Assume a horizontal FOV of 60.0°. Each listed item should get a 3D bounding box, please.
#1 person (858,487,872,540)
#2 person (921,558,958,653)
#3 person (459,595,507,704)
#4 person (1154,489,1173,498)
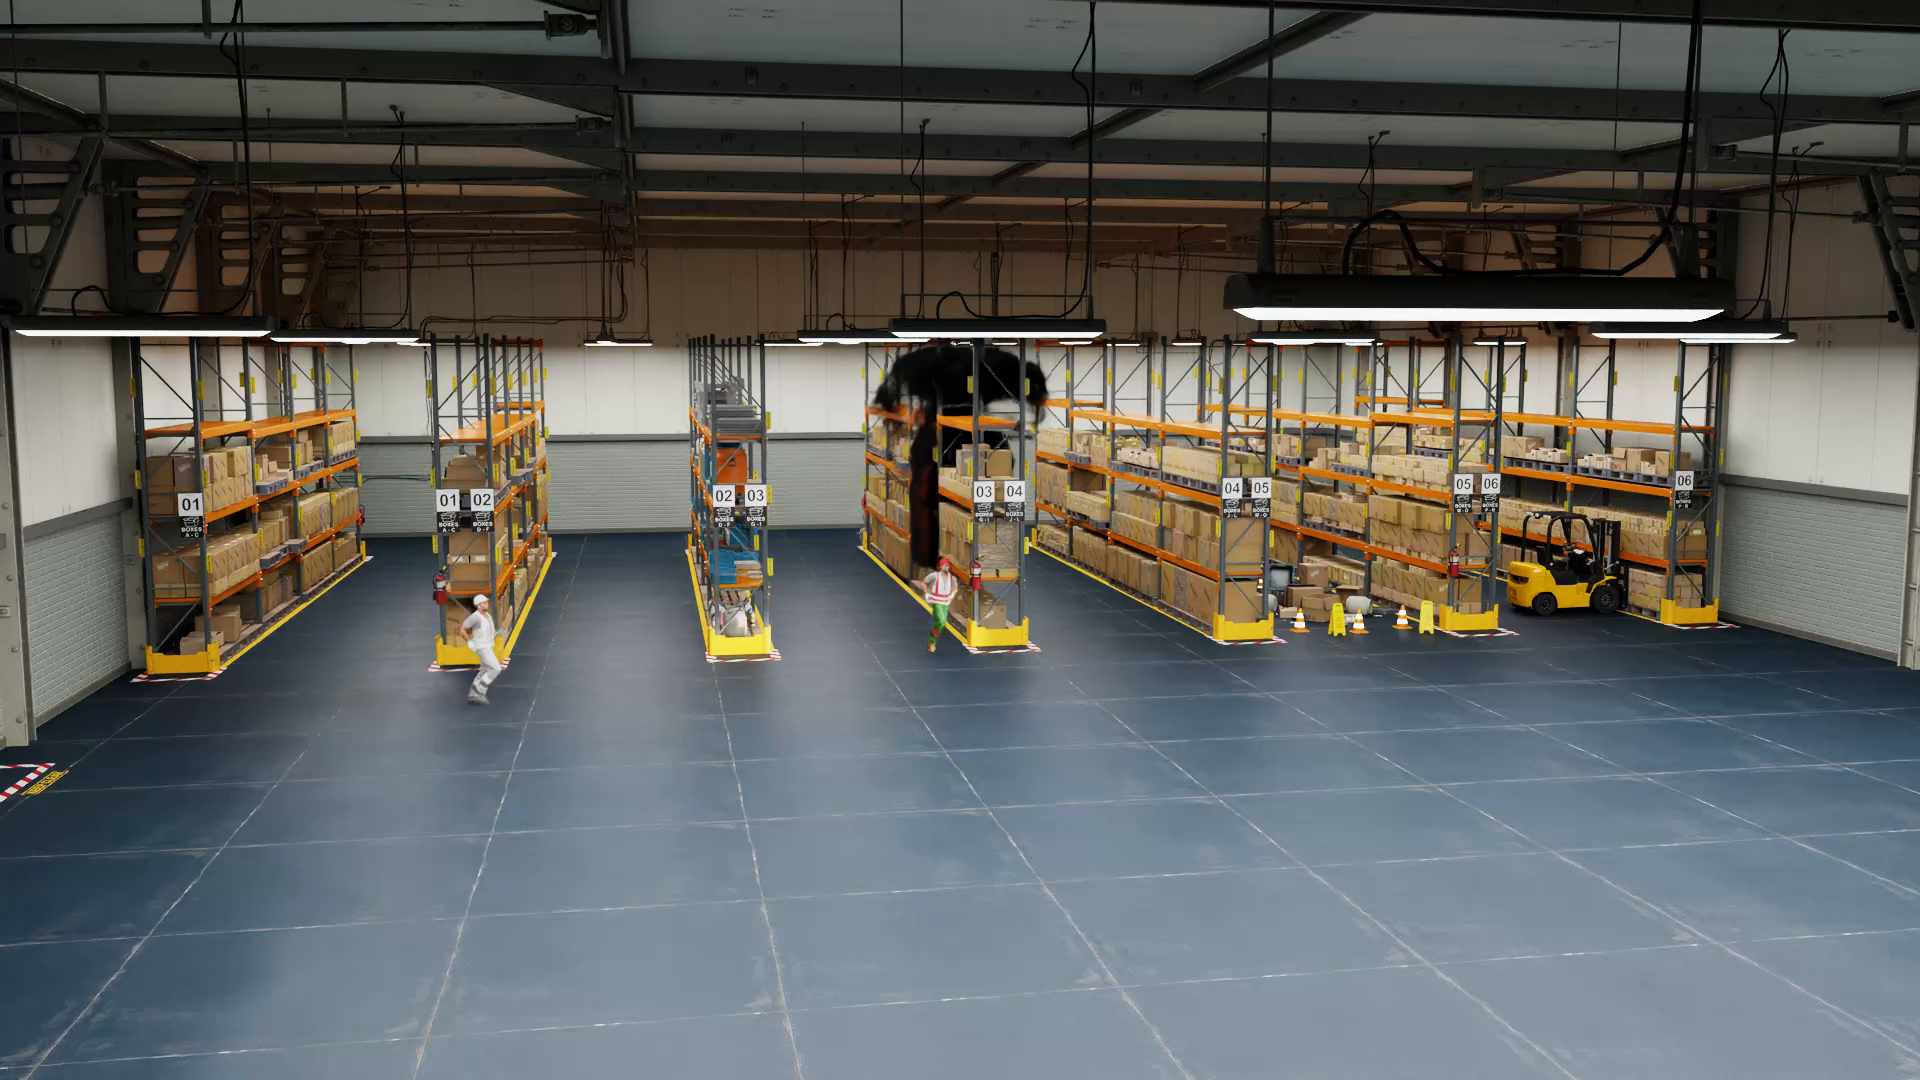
[{"bbox_3d":[-2.734,-0.714,48.962,0.552,1.692,0.656,0,7,3],"label":"person"},{"bbox_3d":[-0.351,1.236,31.635,0.671,1.785,0.669,-4,8,-32],"label":"person"},{"bbox_3d":[-7.658,1.761,26.856,0.679,1.764,0.640,1,7,7],"label":"person"},{"bbox_3d":[6.093,-0.926,50.293,0.953,1.824,0.654,-2,7,-15],"label":"person"}]
